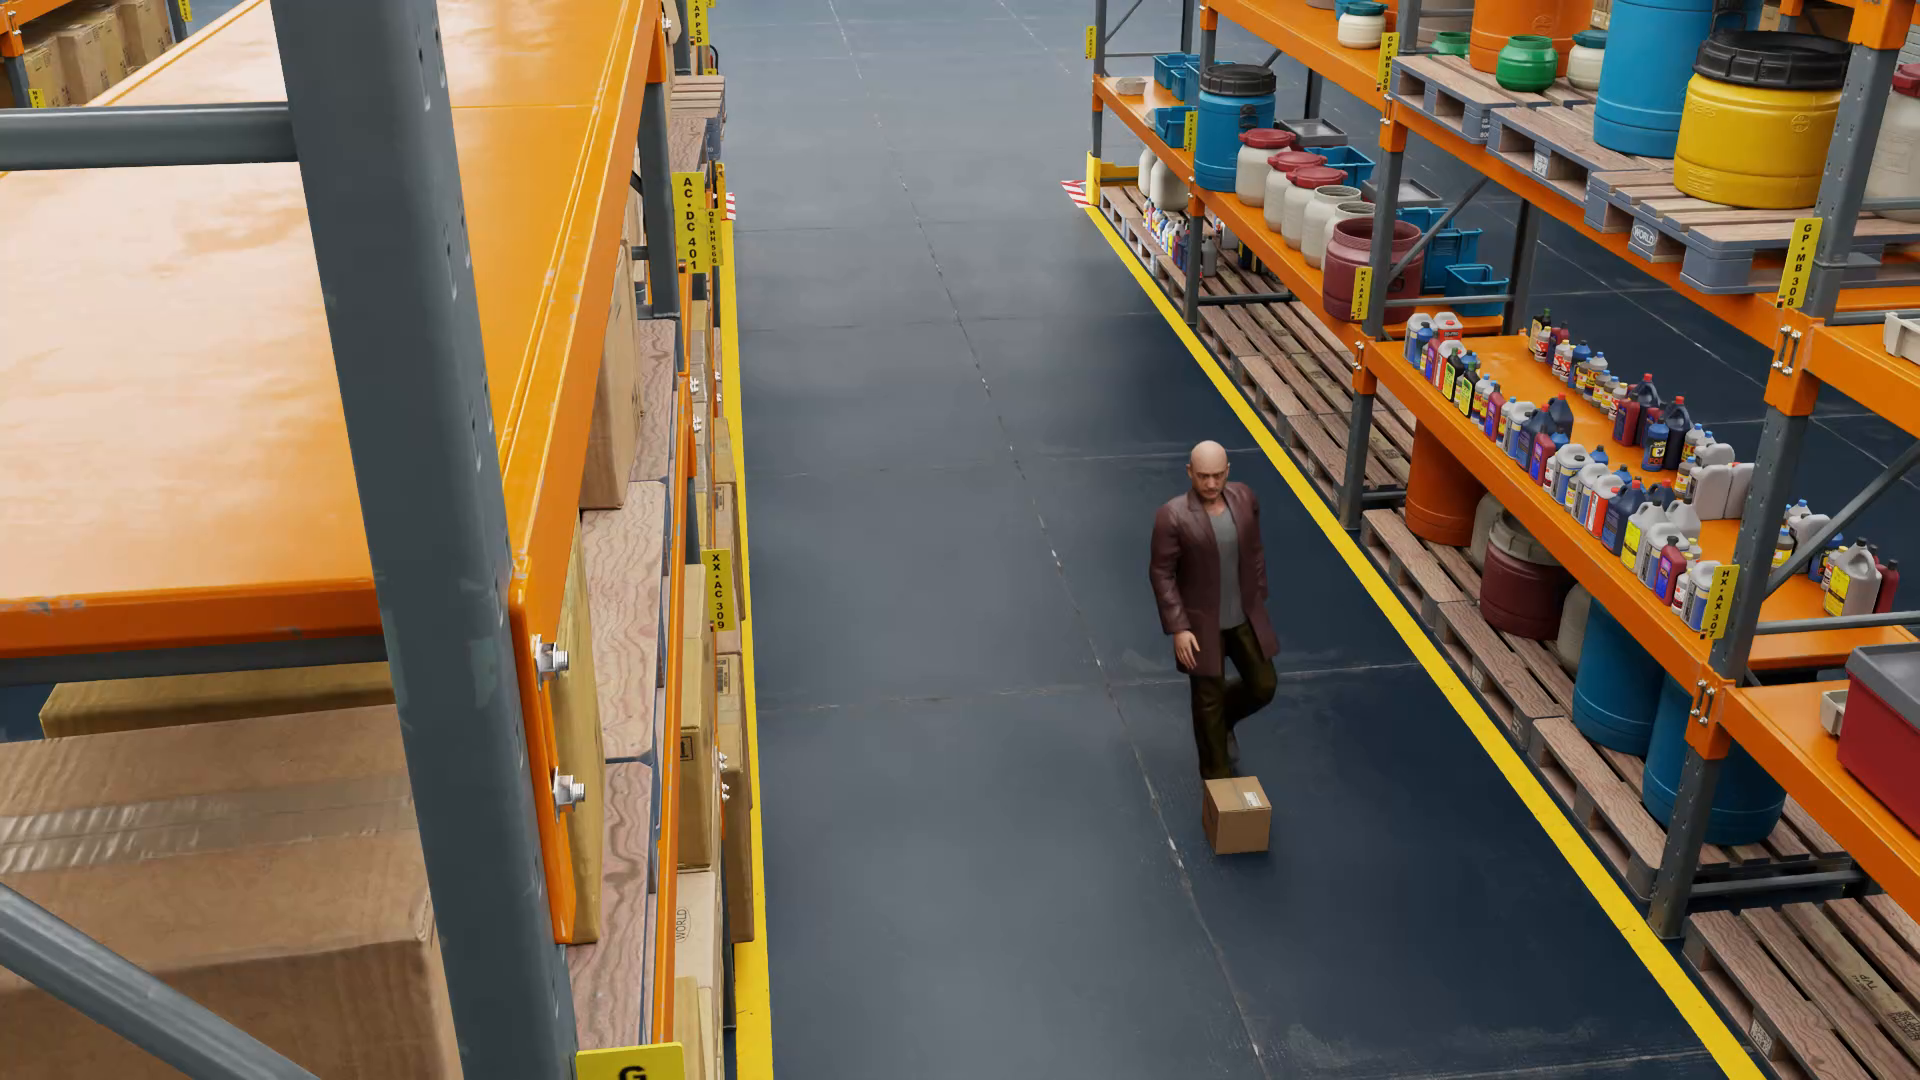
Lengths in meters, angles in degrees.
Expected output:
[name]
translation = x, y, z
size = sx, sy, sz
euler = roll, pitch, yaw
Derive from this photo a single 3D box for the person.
[person]
translation = 1.234, 0.416, 7.791
size = 0.636, 1.773, 0.656
euler = -9, 28, -17
